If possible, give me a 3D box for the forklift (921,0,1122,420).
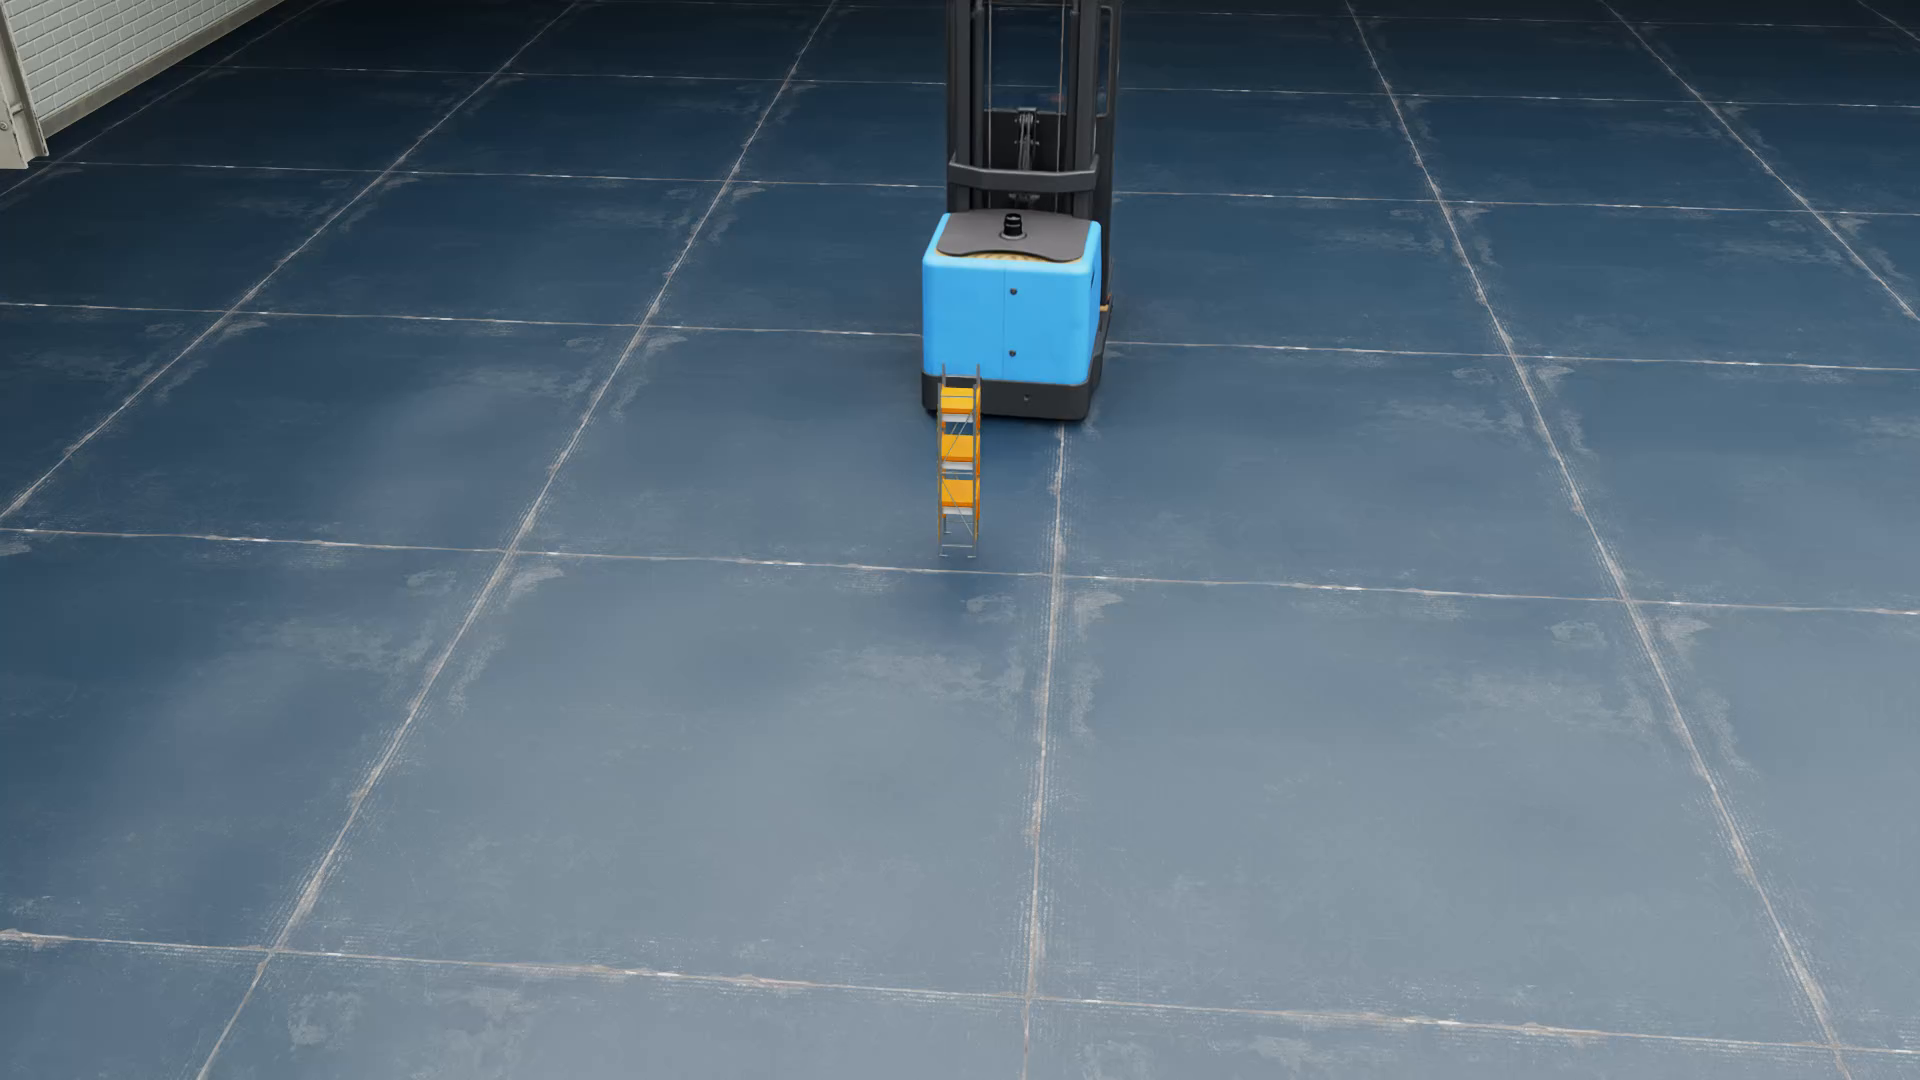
[{"bbox_3d":[0.493,-2.750,10.919,1.130,2.935,3.031,5,32,7],"label":"forklift"}]

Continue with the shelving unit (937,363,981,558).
[{"bbox_3d":[-0.004,-0.419,8.929,0.215,1.050,0.252,2,32,4],"label":"shelving unit"}]

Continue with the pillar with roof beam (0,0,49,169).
[{"bbox_3d":[-3.998,-6.991,12.017,9.100,9.000,0.400,2,32,4],"label":"pillar with roof beam"}]

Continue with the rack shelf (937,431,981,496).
[{"bbox_3d":[-0.004,-0.410,8.935,0.215,0.259,0.240,2,32,4],"label":"rack shelf"}]

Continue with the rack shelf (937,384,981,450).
[{"bbox_3d":[-0.004,-0.652,8.786,0.215,0.259,0.240,2,32,4],"label":"rack shelf"}]

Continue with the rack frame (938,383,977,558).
[{"bbox_3d":[-0.014,-0.355,8.826,0.200,1.050,0.008,2,32,4],"label":"rack frame"}]

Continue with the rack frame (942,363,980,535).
[{"bbox_3d":[0.006,-0.483,9.033,0.200,1.050,0.008,2,32,4],"label":"rack frame"}]

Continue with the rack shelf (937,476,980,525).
[{"bbox_3d":[-0.004,-0.173,9.081,0.215,0.259,0.240,2,32,4],"label":"rack shelf"}]
